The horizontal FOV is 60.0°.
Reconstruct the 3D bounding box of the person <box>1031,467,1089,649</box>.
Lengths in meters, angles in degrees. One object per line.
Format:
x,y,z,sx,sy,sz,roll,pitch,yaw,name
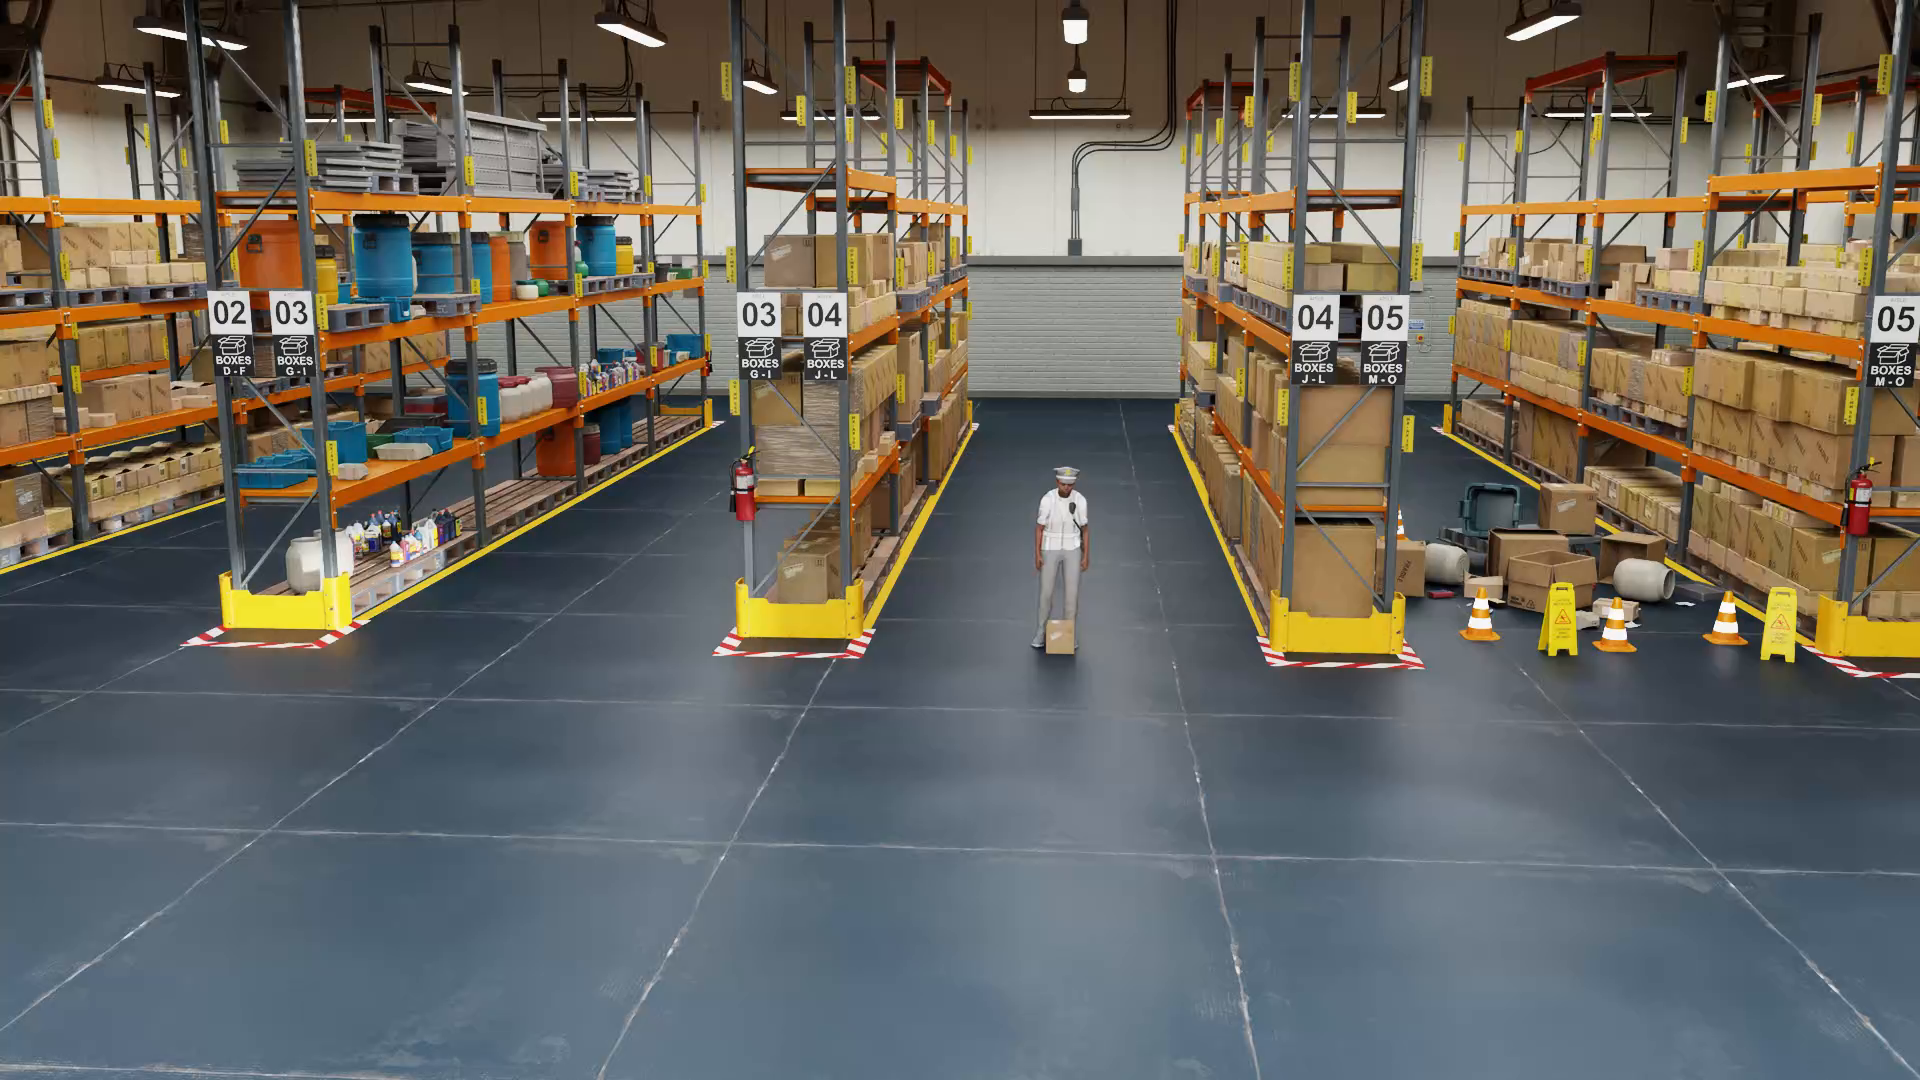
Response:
0.919,0.147,15.166,0.528,1.658,0.428,0,11,0,person
